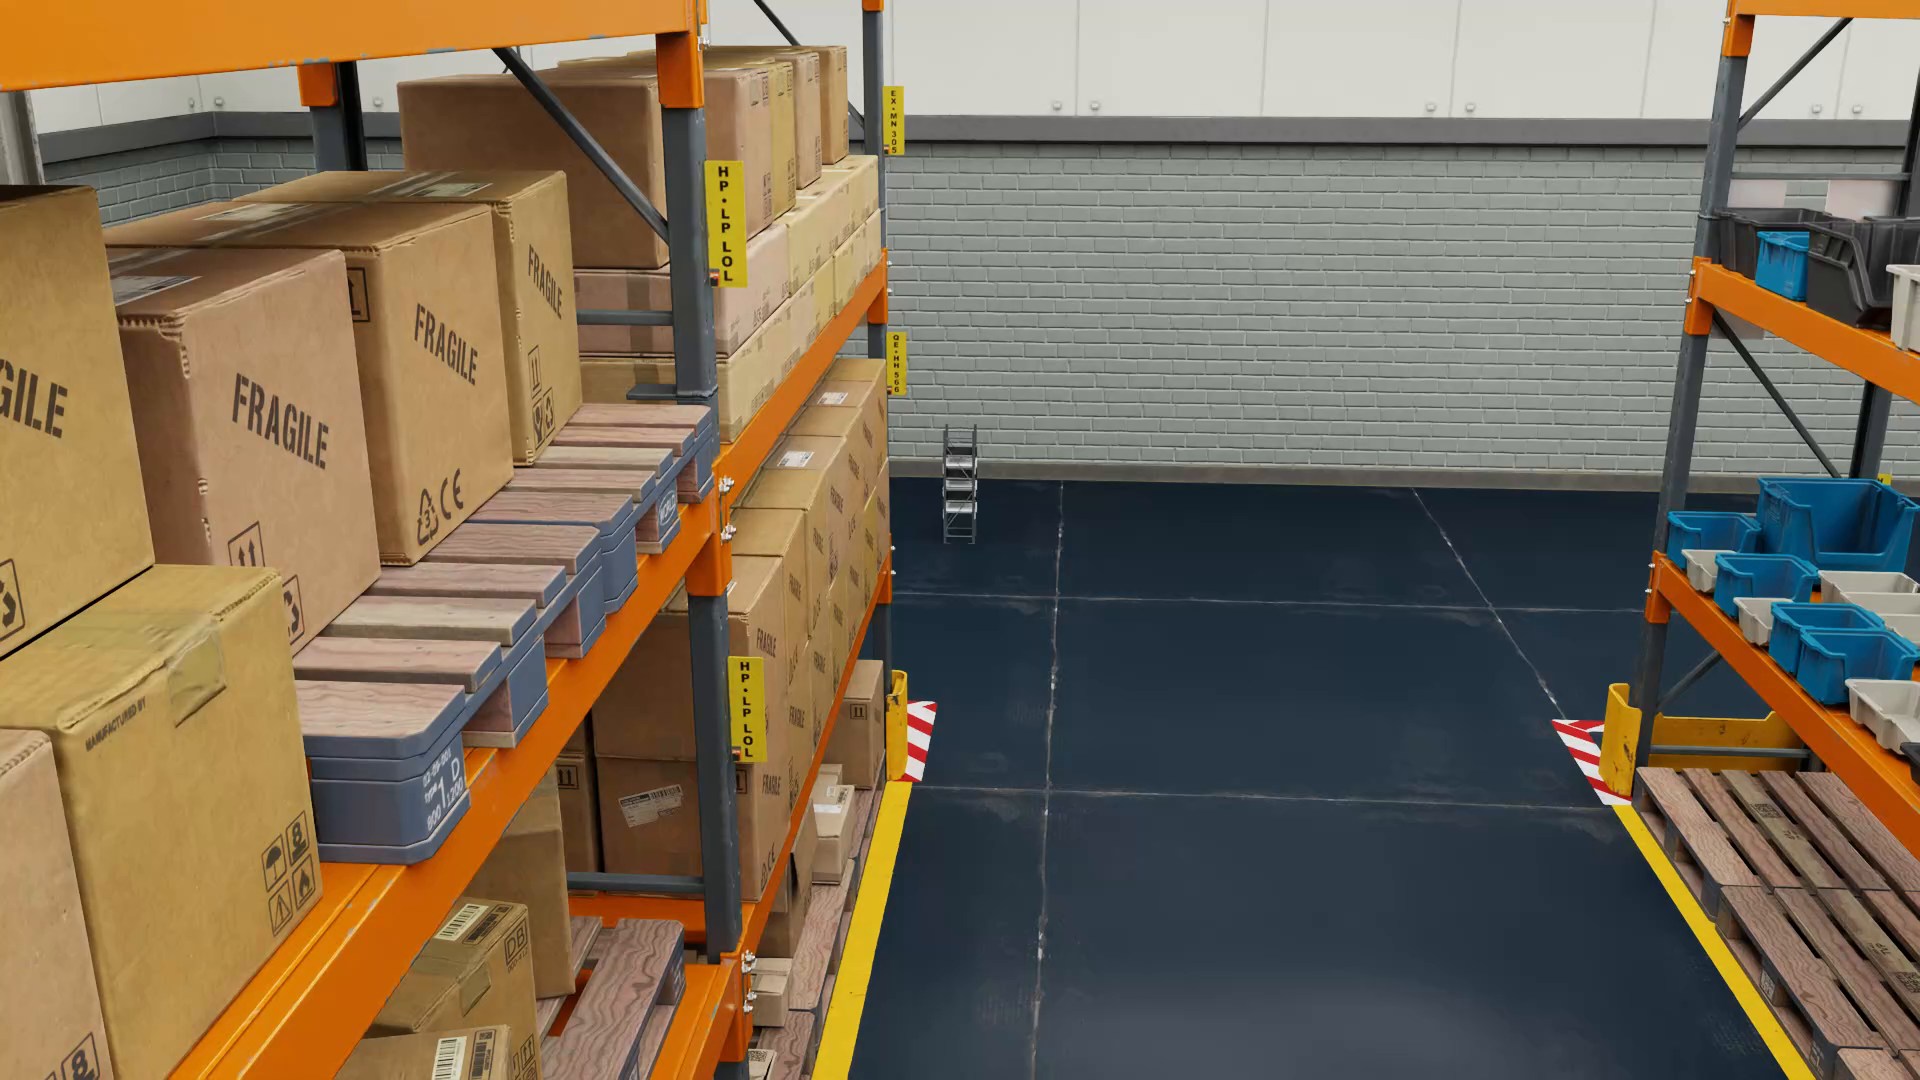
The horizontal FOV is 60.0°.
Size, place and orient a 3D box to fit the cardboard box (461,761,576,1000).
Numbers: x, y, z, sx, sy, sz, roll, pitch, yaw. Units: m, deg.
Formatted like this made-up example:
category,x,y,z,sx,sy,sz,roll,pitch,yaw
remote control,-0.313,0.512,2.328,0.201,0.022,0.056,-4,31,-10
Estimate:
category,x,y,z,sx,sy,sz,roll,pitch,yaw
cardboard box,-1.419,0.921,4.461,0.700,0.500,0.500,-5,19,-15

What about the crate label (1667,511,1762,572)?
category,x,y,z,sx,sy,sz,roll,pitch,yaw
crate label,3.719,0.016,8.231,0.416,0.233,0.303,1,18,4

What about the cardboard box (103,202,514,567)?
category,x,y,z,sx,sy,sz,roll,pitch,yaw
cardboard box,-1.297,-0.331,3.304,0.600,0.600,0.600,1,18,3

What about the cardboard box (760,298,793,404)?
category,x,y,z,sx,sy,sz,roll,pitch,yaw
cardboard box,-0.841,-0.629,5.449,0.500,0.250,0.500,1,18,4

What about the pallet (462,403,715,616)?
category,x,y,z,sx,sy,sz,roll,pitch,yaw
pallet,-1.279,-0.109,3.924,1.213,0.211,1.003,1,18,4

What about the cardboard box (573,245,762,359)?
category,x,y,z,sx,sy,sz,roll,pitch,yaw
cardboard box,-0.880,-0.711,4.898,0.500,0.250,0.500,1,18,4

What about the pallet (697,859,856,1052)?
category,x,y,z,sx,sy,sz,roll,pitch,yaw
pallet,-1.027,1.758,7.220,1.003,0.211,1.213,1,18,4

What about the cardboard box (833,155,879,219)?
category,x,y,z,sx,sy,sz,roll,pitch,yaw
cardboard box,-0.658,-1.643,7.741,0.500,0.250,0.500,1,18,4

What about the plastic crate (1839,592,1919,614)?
category,x,y,z,sx,sy,sz,roll,pitch,yaw
plastic crate,4.152,0.339,7.398,0.396,0.136,0.243,1,18,4

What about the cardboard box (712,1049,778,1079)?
category,x,y,z,sx,sy,sz,roll,pitch,yaw
cardboard box,-0.916,1.969,5.709,0.500,0.311,0.500,1,18,4

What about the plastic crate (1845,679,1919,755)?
category,x,y,z,sx,sy,sz,roll,pitch,yaw
plastic crate,3.603,0.687,6.337,0.293,0.136,0.466,1,18,4

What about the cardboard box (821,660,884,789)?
category,x,y,z,sx,sy,sz,roll,pitch,yaw
cardboard box,-0.669,0.937,8.555,0.500,0.500,0.500,1,18,4

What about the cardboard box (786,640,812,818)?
category,x,y,z,sx,sy,sz,roll,pitch,yaw
cardboard box,-0.820,0.667,5.910,0.500,0.500,0.500,2,18,5

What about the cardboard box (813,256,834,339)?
category,x,y,z,sx,sy,sz,roll,pitch,yaw
cardboard box,-0.771,-0.940,6.397,0.500,0.250,0.500,1,18,4

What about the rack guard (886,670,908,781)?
category,x,y,z,sx,sy,sz,roll,pitch,yaw
rack guard,-0.881,0.995,9.084,1.175,0.500,0.348,1,18,4

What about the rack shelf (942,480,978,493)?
category,x,y,z,sx,sy,sz,roll,pitch,yaw
rack shelf,0.001,-0.398,12.801,0.258,0.077,0.200,1,18,4

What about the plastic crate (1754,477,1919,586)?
category,x,y,z,sx,sy,sz,roll,pitch,yaw
plastic crate,4.227,-0.042,8.081,0.616,0.435,0.499,1,18,4

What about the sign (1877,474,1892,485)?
category,x,y,z,sx,sy,sz,roll,pitch,yaw
sign,4.615,-0.175,8.378,0.100,0.325,0.005,1,18,4

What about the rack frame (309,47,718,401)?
category,x,y,z,sx,sy,sz,roll,pitch,yaw
rack frame,-1.162,-1.825,4.041,1.000,3.000,0.127,1,18,4

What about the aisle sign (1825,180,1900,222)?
category,x,y,z,sx,sy,sz,roll,pitch,yaw
aisle sign,4.362,-1.356,8.069,0.394,0.787,0.004,1,18,4

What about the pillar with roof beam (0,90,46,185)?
category,x,y,z,sx,sy,sz,roll,pitch,yaw
pillar with roof beam,-2.192,-3.939,10.491,9.100,9.000,0.400,1,18,4

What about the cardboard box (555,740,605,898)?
category,x,y,z,sx,sy,sz,roll,pitch,yaw
cardboard box,-1.382,0.817,5.451,0.500,0.500,0.500,2,18,5

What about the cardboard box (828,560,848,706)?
category,x,y,z,sx,sy,sz,roll,pitch,yaw
cardboard box,-0.747,0.354,6.866,0.500,0.500,0.500,1,18,3

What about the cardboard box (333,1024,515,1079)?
category,x,y,z,sx,sy,sz,roll,pitch,yaw
cardboard box,-1.227,1.329,3.216,0.700,0.500,0.500,-3,18,-10

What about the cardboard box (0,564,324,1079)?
category,x,y,z,sx,sy,sz,roll,pitch,yaw
cardboard box,-1.377,0.339,2.093,0.910,0.500,0.500,1,18,4

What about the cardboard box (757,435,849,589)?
category,x,y,z,sx,sy,sz,roll,pitch,yaw
cardboard box,-0.738,-0.117,6.697,0.500,0.500,0.500,2,18,6

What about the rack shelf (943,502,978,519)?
category,x,y,z,sx,sy,sz,roll,pitch,yaw
rack shelf,0.001,-0.227,12.857,0.258,0.077,0.200,1,18,4

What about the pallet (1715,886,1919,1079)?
category,x,y,z,sx,sy,sz,roll,pitch,yaw
pallet,3.877,1.853,6.928,1.003,0.211,1.213,1,18,4

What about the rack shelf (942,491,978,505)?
category,x,y,z,sx,sy,sz,roll,pitch,yaw
rack shelf,0.001,-0.313,12.829,0.258,0.077,0.200,1,18,4

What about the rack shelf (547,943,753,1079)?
category,x,y,z,sx,sy,sz,roll,pitch,yaw
rack shelf,-1.306,1.989,3.192,1.077,0.370,4.000,1,18,4

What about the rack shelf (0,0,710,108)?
category,x,y,z,sx,sy,sz,roll,pitch,yaw
rack shelf,-1.306,-0.672,2.320,1.077,0.370,4.000,1,18,4

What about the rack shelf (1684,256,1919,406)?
category,x,y,z,sx,sy,sz,roll,pitch,yaw
rack shelf,3.922,-0.567,6.175,1.077,0.370,4.000,1,18,4

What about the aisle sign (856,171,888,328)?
category,x,y,z,sx,sy,sz,roll,pitch,yaw
aisle sign,-0.565,-1.466,8.406,0.394,0.787,0.004,1,18,4

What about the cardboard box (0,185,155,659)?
category,x,y,z,sx,sy,sz,roll,pitch,yaw
cardboard box,-1.338,-0.132,1.925,0.500,0.500,0.500,1,18,4

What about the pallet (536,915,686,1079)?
category,x,y,z,sx,sy,sz,roll,pitch,yaw
pallet,-1.328,1.363,4.255,1.003,0.211,1.213,1,18,4

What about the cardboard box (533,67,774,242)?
category,x,y,z,sx,sy,sz,roll,pitch,yaw
cardboard box,-0.988,-1.226,5.265,0.700,0.500,0.500,1,18,4

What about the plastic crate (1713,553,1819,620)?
category,x,y,z,sx,sy,sz,roll,pitch,yaw
plastic crate,3.672,0.220,7.607,0.416,0.233,0.300,1,18,4

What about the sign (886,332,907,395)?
category,x,y,z,sx,sy,sz,roll,pitch,yaw
sign,-0.323,-0.898,8.480,0.100,0.325,0.005,1,18,4

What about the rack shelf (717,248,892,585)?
category,x,y,z,sx,sy,sz,roll,pitch,yaw
rack shelf,-1.019,-0.679,6.516,1.077,0.370,4.000,1,18,4

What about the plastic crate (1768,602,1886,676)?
category,x,y,z,sx,sy,sz,roll,pitch,yaw
plastic crate,3.624,0.424,6.983,0.416,0.233,0.300,1,18,4

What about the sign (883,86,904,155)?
category,x,y,z,sx,sy,sz,roll,pitch,yaw
sign,-0.323,-2.044,8.105,0.100,0.325,0.005,1,18,4

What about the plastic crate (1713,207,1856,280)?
category,x,y,z,sx,sy,sz,roll,pitch,yaw
plastic crate,3.759,-1.355,7.633,0.497,0.269,0.590,1,18,4

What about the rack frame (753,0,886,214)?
category,x,y,z,sx,sy,sz,roll,pitch,yaw
rack frame,-0.875,-3.067,7.832,1.000,3.000,0.127,1,18,4

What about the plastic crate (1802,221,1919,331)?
category,x,y,z,sx,sy,sz,roll,pitch,yaw
plastic crate,3.681,-1.032,6.539,0.504,0.338,0.767,1,18,4

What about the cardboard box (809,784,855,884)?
category,x,y,z,sx,sy,sz,roll,pitch,yaw
cardboard box,-0.767,1.350,7.696,0.500,0.250,0.500,1,18,4

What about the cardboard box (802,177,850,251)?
category,x,y,z,sx,sy,sz,roll,pitch,yaw
cardboard box,-0.733,-1.333,6.793,0.500,0.250,0.500,1,18,4

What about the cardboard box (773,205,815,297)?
category,x,y,z,sx,sy,sz,roll,pitch,yaw
cardboard box,-0.798,-1.022,5.845,0.500,0.250,0.500,1,18,4

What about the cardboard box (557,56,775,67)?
category,x,y,z,sx,sy,sz,roll,pitch,yaw
cardboard box,-1.074,-1.540,6.223,0.700,0.500,0.500,1,18,4

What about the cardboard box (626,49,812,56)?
category,x,y,z,sx,sy,sz,roll,pitch,yaw
cardboard box,-1.016,-1.851,7.172,0.700,0.500,0.500,1,18,4

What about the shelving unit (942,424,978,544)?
category,x,y,z,sx,sy,sz,roll,pitch,yaw
shelving unit,0.001,-0.430,12.791,0.258,0.900,0.210,1,18,4

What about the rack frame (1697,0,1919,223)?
category,x,y,z,sx,sy,sz,roll,pitch,yaw
rack frame,4.065,-2.956,7.492,1.000,3.000,0.127,1,18,4

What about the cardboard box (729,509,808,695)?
category,x,y,z,sx,sy,sz,roll,pitch,yaw
cardboard box,-0.811,0.203,5.721,0.500,0.500,0.500,1,18,2

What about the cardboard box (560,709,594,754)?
category,x,y,z,sx,sy,sz,roll,pitch,yaw
cardboard box,-1.384,0.340,5.301,0.500,0.500,0.500,1,18,4

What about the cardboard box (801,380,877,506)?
category,x,y,z,sx,sy,sz,roll,pitch,yaw
cardboard box,-0.668,-0.438,7.676,0.500,0.500,0.500,2,18,5

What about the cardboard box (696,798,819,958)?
category,x,y,z,sx,sy,sz,roll,pitch,yaw
cardboard box,-1.033,1.419,7.077,0.797,0.503,0.637,1,18,4

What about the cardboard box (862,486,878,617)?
category,x,y,z,sx,sy,sz,roll,pitch,yaw
cardboard box,-0.670,0.042,7.816,0.500,0.500,0.500,1,18,4

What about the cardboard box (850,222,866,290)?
category,x,y,z,sx,sy,sz,roll,pitch,yaw
cardboard box,-0.696,-1.250,7.345,0.500,0.250,0.500,1,18,4

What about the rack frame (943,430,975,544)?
category,x,y,z,sx,sy,sz,roll,pitch,yaw
rack frame,-0.007,-0.399,12.694,0.240,0.900,0.006,1,18,4
